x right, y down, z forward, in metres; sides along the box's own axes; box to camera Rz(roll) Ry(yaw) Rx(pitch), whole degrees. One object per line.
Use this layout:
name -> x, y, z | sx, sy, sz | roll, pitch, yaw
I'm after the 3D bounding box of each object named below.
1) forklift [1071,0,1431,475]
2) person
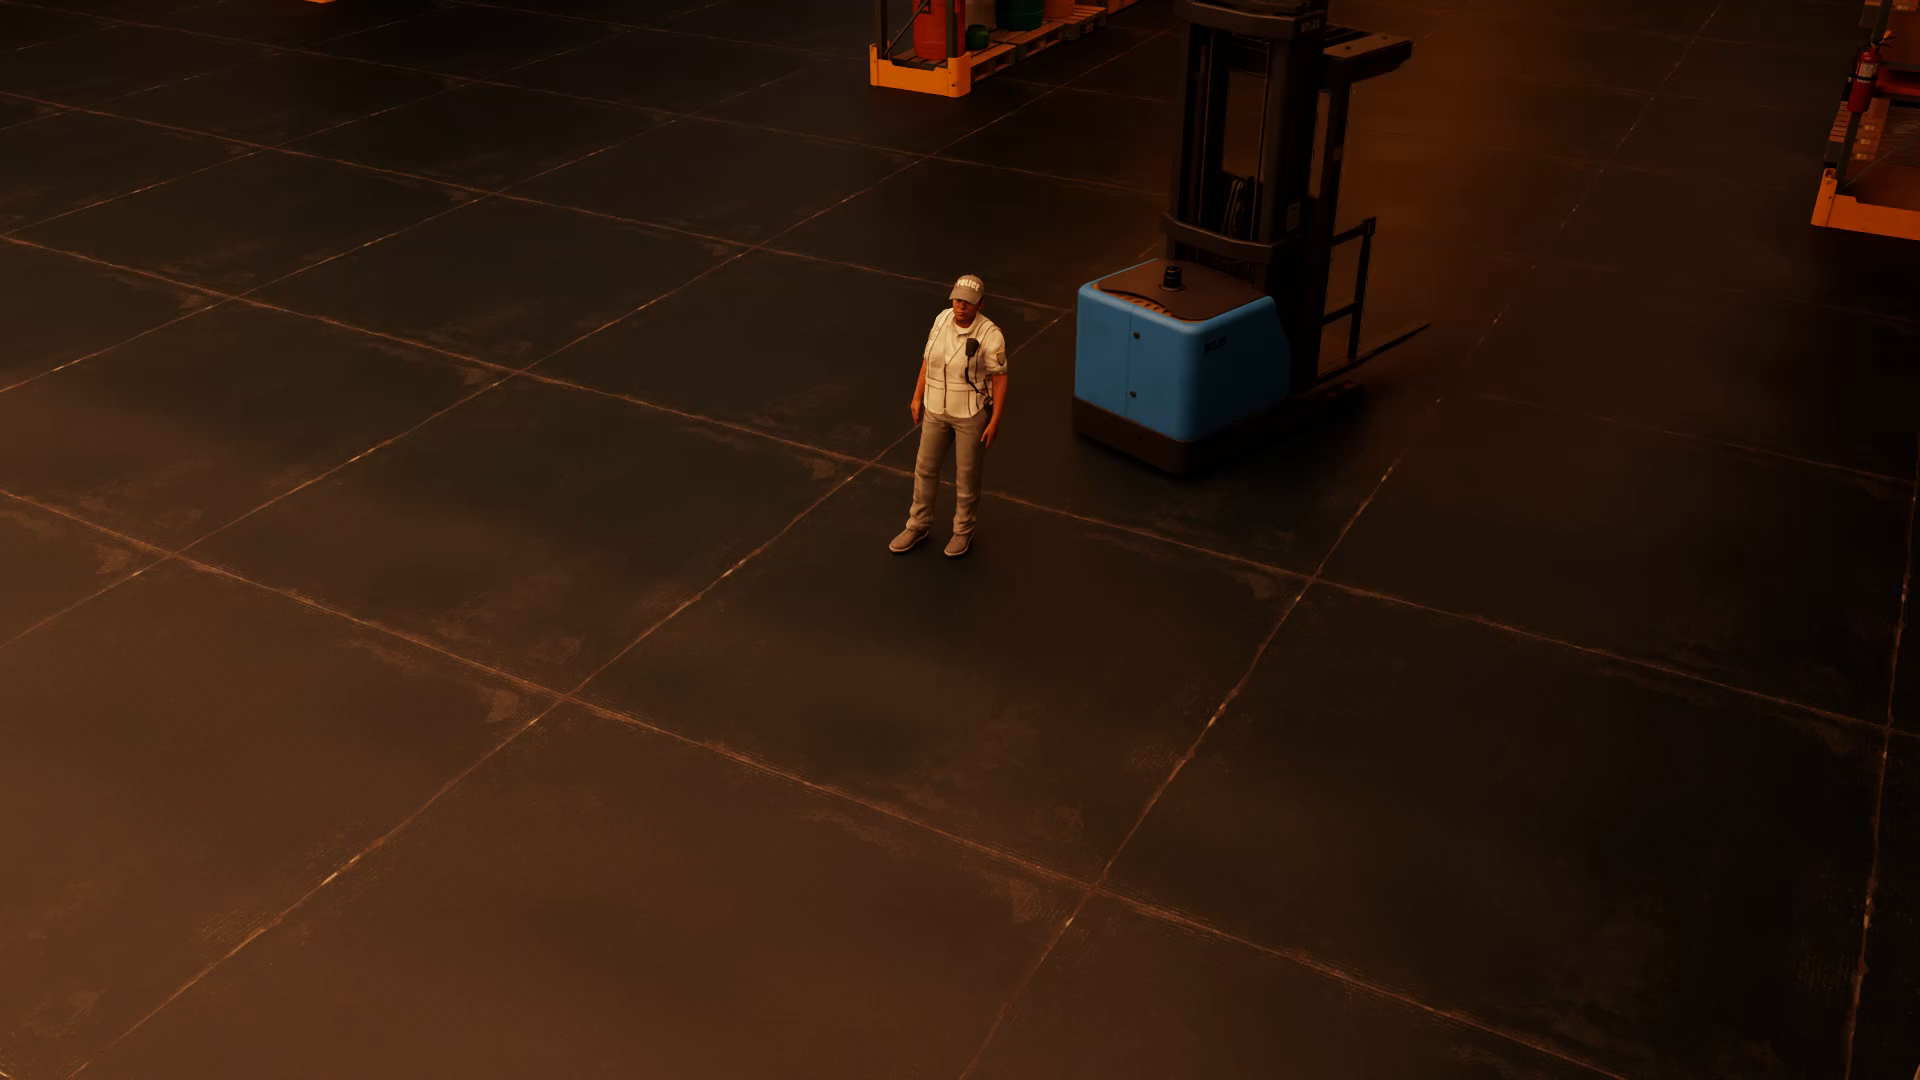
forklift -> 2.167, -2.302, 11.060 | 3.031, 2.935, 1.130 | -25, 38, -36
person -> -0.057, -0.700, 9.534 | 0.598, 1.670, 0.529 | 15, 33, 25
